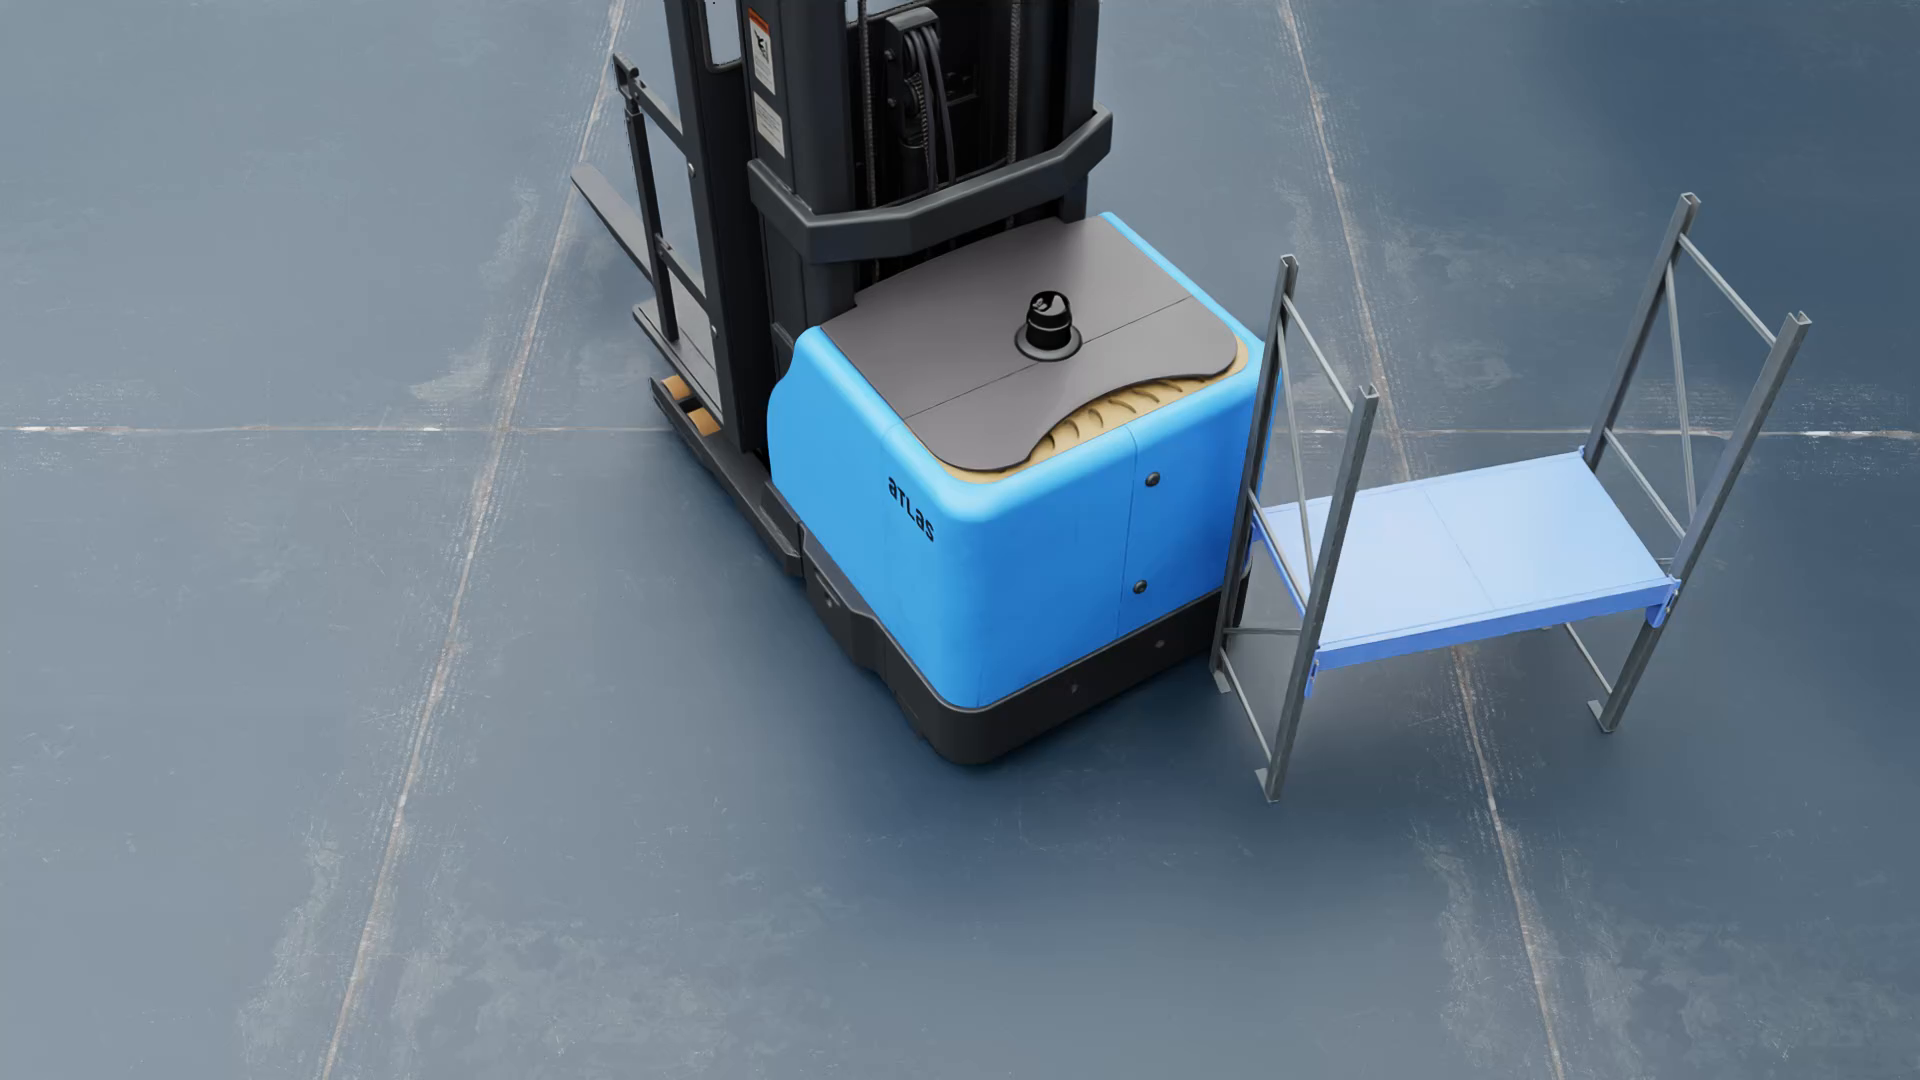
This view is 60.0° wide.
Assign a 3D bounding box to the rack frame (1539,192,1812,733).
[{"bbox_3d":[1.794,-0.140,4.356,0.032,1.500,0.500,-10,48,-9],"label":"rack frame"}]

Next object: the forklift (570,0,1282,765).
[{"bbox_3d":[-0.374,-1.441,4.589,1.130,2.935,3.031,-25,52,-21],"label":"forklift"}]

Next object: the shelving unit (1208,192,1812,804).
[{"bbox_3d":[1.300,-0.053,4.274,1.048,1.500,0.538,-10,48,-9],"label":"shelving unit"}]

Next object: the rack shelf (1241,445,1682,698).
[{"bbox_3d":[1.300,0.070,4.406,1.000,0.185,0.538,-10,48,-9],"label":"rack shelf"}]

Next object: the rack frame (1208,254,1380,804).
[{"bbox_3d":[0.806,0.035,4.193,0.032,1.500,0.500,-10,48,-9],"label":"rack frame"}]
